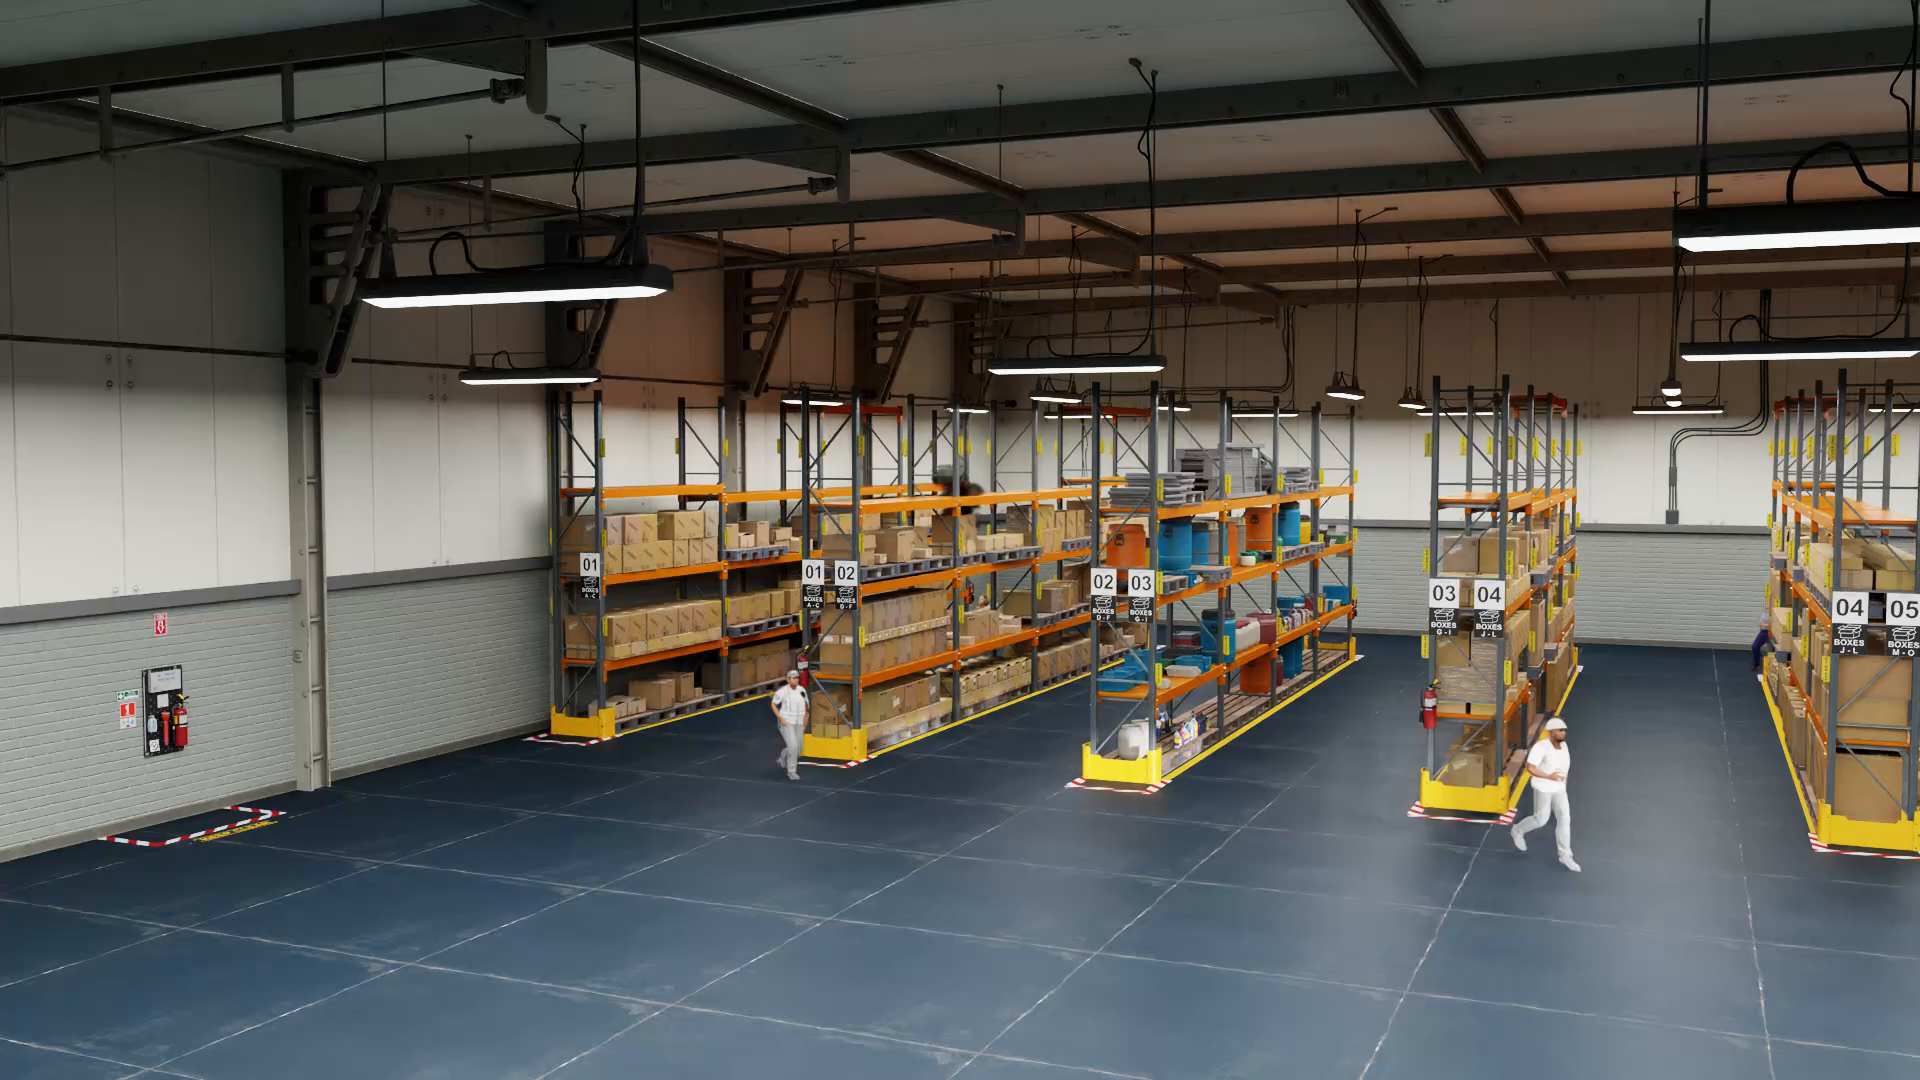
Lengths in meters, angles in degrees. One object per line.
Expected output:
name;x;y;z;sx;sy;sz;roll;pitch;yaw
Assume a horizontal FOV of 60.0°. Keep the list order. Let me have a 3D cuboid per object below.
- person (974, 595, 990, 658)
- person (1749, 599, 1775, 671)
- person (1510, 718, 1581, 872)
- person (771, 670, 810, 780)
person;0.505;2.070;38.314;0.585;1.626;0.744;1;3;22
person;18.109;2.161;37.137;0.757;1.690;0.603;0;3;-2
person;7.080;3.011;20.043;0.727;1.765;1.034;-2;4;-31
person;-2.571;2.802;25.391;0.632;1.642;0.667;-2;4;-35
